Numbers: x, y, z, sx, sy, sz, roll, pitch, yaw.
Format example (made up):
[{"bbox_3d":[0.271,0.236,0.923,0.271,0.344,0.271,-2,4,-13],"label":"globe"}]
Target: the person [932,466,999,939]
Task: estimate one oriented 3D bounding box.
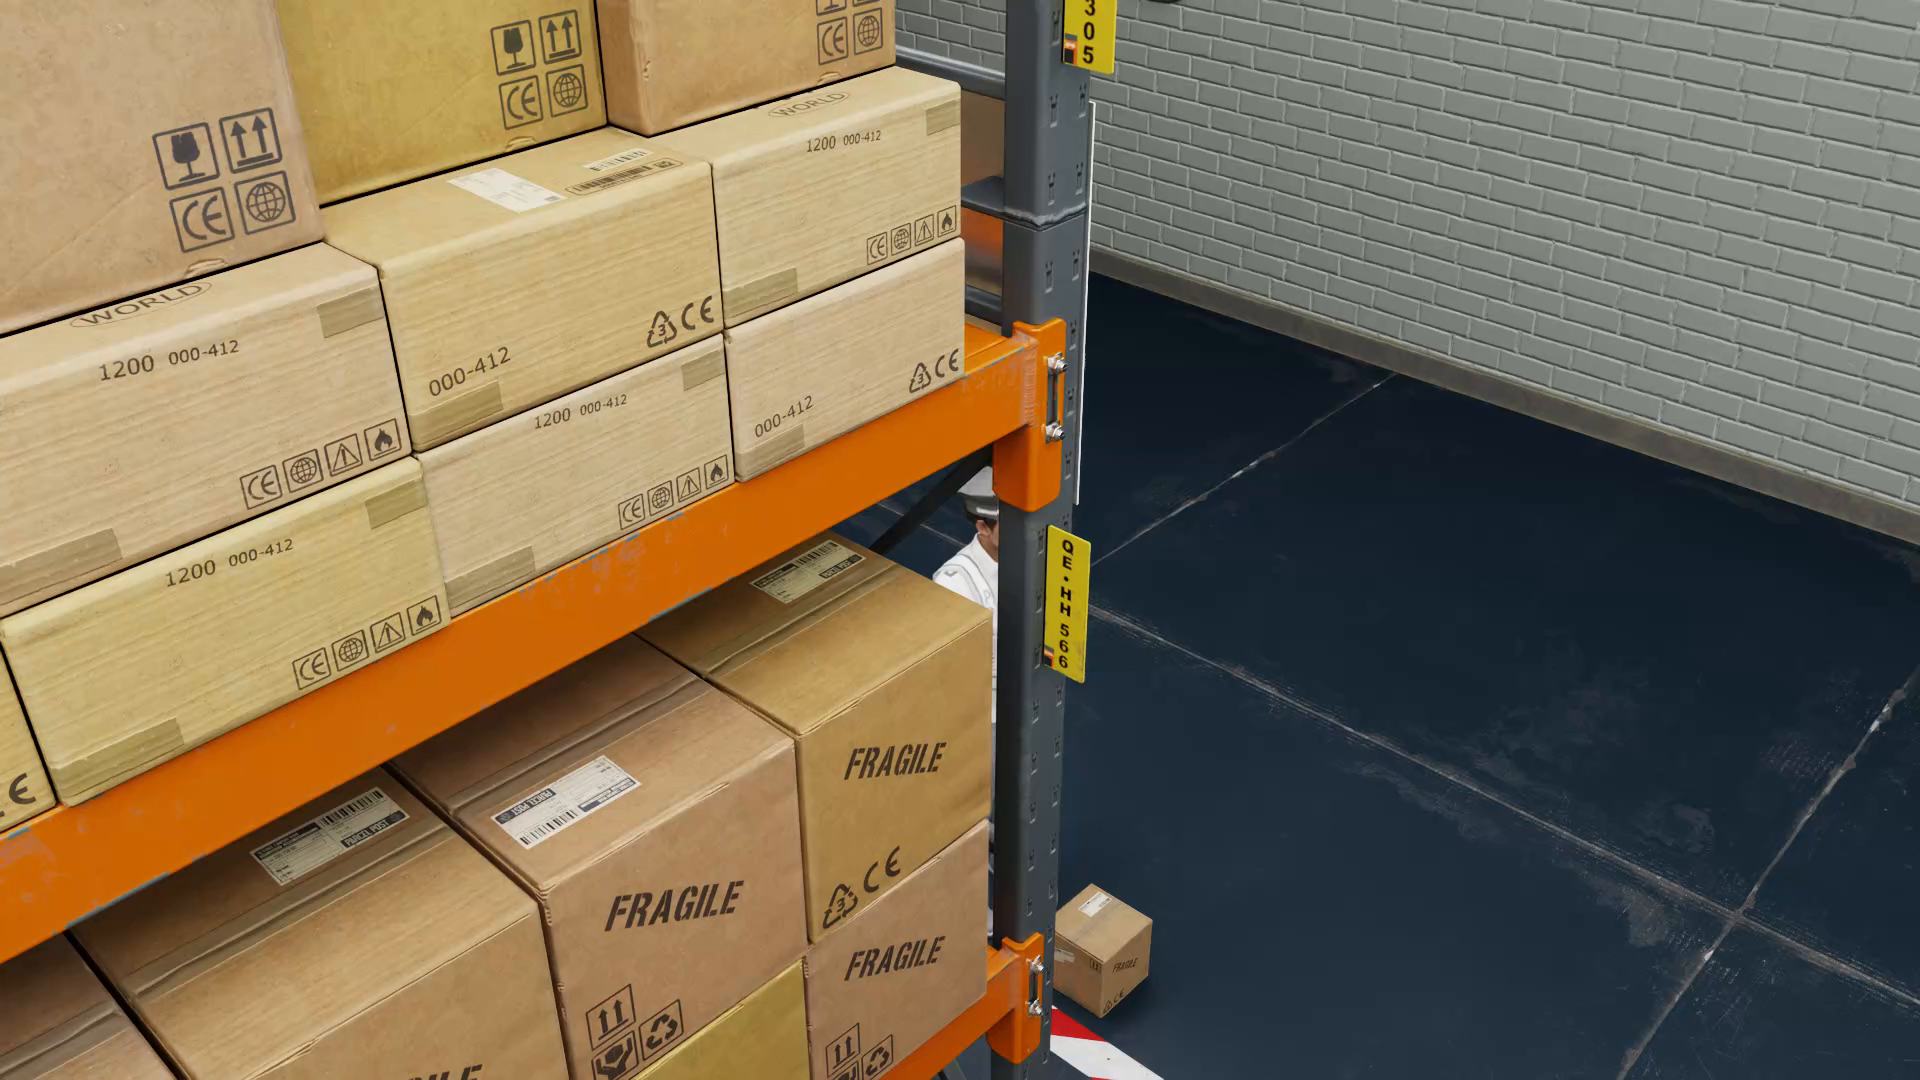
[{"bbox_3d":[0.139,0.521,5.279,0.467,1.672,0.332,-24,39,-33],"label":"person"}]
